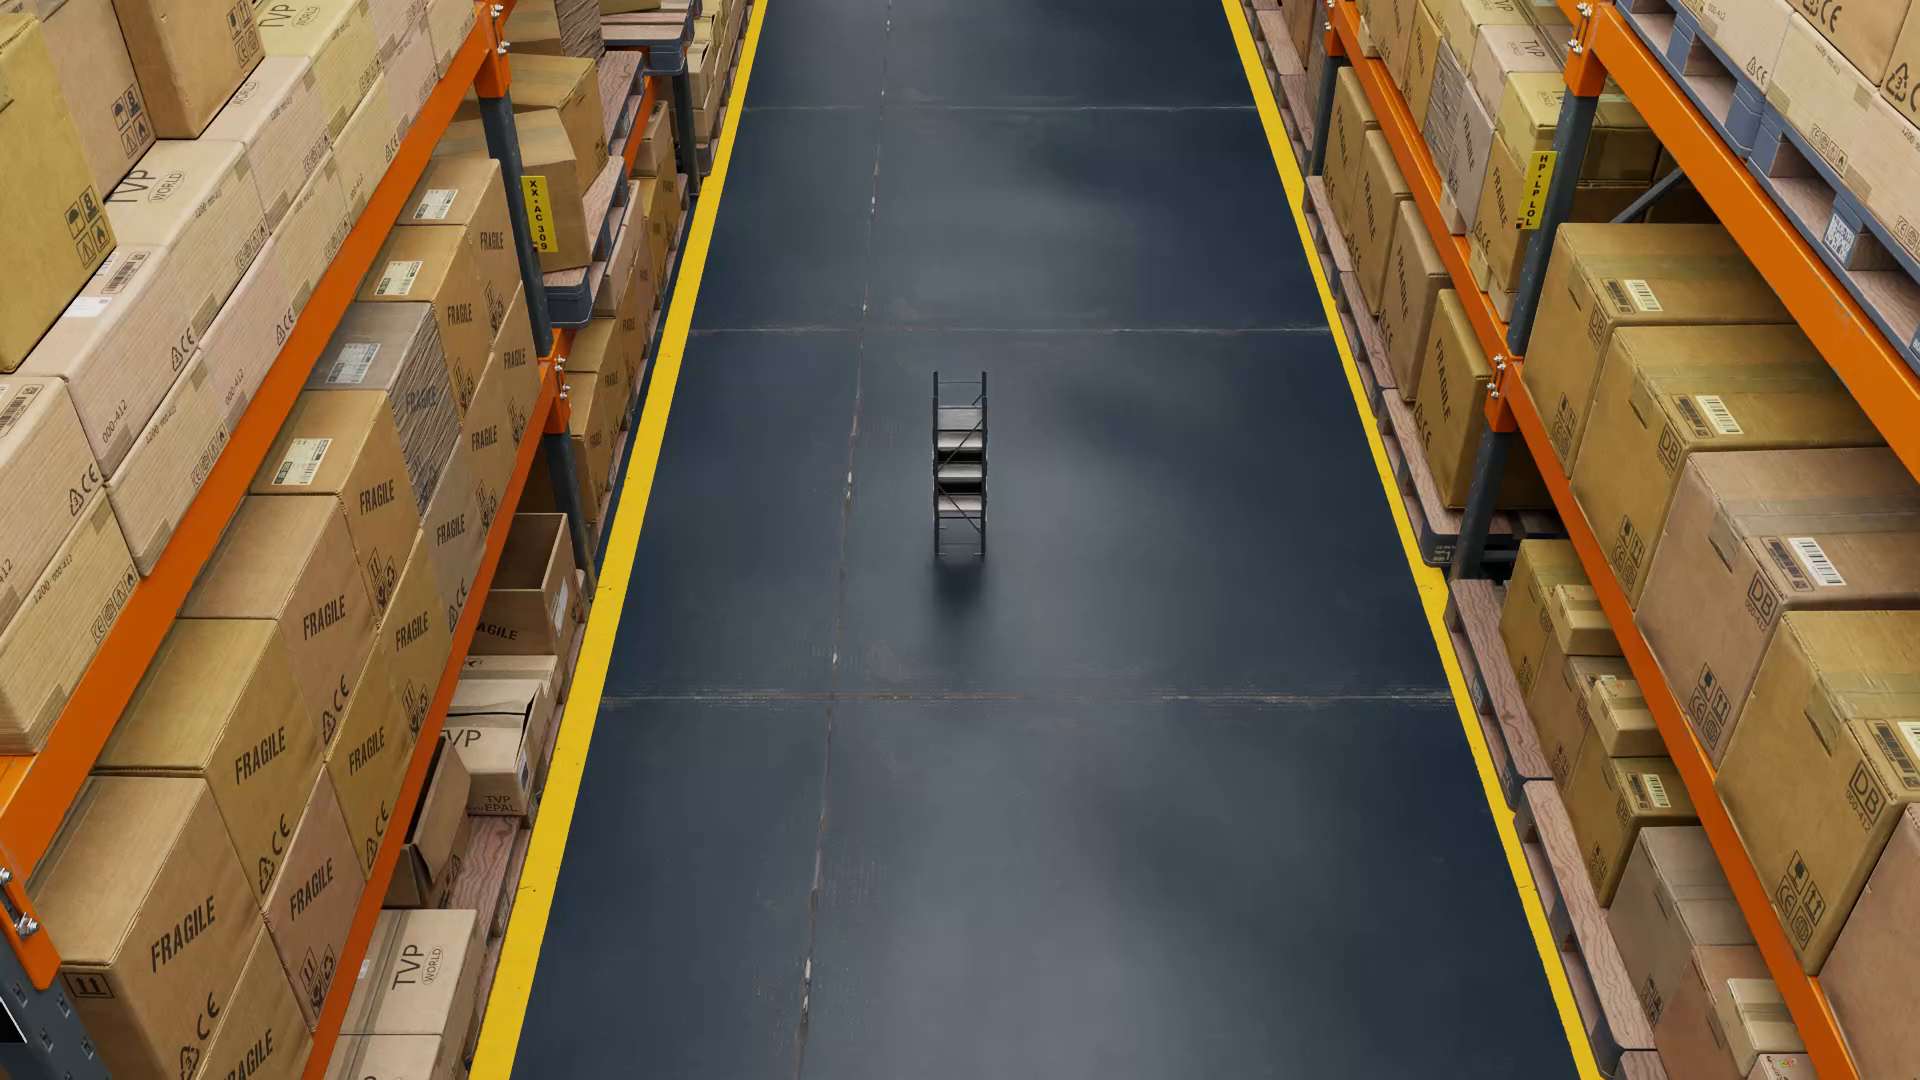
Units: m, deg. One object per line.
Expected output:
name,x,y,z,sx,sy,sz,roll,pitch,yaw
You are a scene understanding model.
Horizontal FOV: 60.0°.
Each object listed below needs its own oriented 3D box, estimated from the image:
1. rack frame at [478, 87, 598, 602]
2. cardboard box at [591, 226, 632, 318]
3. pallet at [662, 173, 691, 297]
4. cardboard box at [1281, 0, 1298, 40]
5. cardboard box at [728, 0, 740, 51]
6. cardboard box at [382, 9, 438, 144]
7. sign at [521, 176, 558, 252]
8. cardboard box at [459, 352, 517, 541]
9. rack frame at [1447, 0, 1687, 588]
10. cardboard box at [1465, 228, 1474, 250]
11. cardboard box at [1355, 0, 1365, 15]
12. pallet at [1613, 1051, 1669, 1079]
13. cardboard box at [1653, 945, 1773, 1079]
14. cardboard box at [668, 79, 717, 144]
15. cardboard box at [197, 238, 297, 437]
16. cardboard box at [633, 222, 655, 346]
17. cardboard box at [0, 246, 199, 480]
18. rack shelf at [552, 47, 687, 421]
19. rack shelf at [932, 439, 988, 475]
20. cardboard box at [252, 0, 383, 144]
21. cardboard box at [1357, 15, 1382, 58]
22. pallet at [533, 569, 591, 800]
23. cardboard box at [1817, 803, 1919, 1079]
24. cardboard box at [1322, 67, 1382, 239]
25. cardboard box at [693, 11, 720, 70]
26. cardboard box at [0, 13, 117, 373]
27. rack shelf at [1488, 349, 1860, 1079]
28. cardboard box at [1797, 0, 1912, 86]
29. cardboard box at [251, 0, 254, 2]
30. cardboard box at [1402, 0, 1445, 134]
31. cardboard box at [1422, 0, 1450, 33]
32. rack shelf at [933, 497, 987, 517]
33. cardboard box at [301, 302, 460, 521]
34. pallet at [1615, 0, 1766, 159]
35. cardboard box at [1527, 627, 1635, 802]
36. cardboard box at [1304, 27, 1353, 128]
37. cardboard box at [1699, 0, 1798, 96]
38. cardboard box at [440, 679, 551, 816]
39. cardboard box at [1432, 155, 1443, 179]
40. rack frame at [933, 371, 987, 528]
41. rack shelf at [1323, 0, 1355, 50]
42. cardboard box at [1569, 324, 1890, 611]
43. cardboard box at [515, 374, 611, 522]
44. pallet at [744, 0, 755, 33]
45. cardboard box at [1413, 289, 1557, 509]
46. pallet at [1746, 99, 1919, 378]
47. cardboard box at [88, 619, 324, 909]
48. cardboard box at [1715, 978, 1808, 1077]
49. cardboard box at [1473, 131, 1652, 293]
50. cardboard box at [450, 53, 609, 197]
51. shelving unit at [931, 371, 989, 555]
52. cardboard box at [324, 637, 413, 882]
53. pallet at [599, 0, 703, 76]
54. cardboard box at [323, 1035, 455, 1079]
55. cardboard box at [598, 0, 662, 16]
rack frame,-2.186,-0.927,6.753,1.000,3.000,0.127,0,39,0
cardboard box,-1.944,-1.344,8.321,0.500,0.250,0.500,0,39,0
pallet,-2.228,-1.873,10.164,1.003,0.211,1.213,0,39,0
cardboard box,2.787,-4.029,12.272,0.700,0.500,0.500,0,39,0
cardboard box,-1.906,-3.807,12.210,0.500,0.250,0.500,1,39,1
cardboard box,-1.930,-1.422,5.093,0.500,0.250,0.500,0,39,0
sign,-1.644,-1.270,6.489,0.100,0.325,0.005,0,39,0
cardboard box,-1.927,-0.331,5.930,0.500,0.500,0.500,1,39,1
rack frame,2.767,-0.933,6.761,1.000,3.000,0.127,0,39,0
cardboard box,2.505,-1.373,7.495,0.380,0.149,0.250,1,39,1
cardboard box,2.507,-3.293,9.372,0.500,0.500,0.500,1,39,1
pallet,2.693,2.157,5.135,1.003,0.211,1.213,0,39,0
cardboard box,2.670,1.630,5.226,0.700,0.500,0.500,0,39,0
cardboard box,-1.898,-2.847,11.012,0.500,0.250,0.500,0,39,0
cardboard box,-1.918,-0.484,3.922,0.500,0.250,0.500,0,39,0
cardboard box,-1.948,-1.388,8.976,0.500,0.500,0.500,-1,39,-2
cardboard box,-1.915,-0.366,3.376,0.500,0.250,0.500,0,39,0
rack shelf,-2.189,-1.897,8.539,1.077,0.370,4.000,0,39,0
rack shelf,0.000,-0.390,7.672,0.258,0.077,0.200,0,39,0
cardboard box,-1.919,-1.304,4.546,0.500,0.250,0.500,0,39,0
cardboard box,2.439,-2.814,9.293,0.380,0.149,0.250,1,39,1
pallet,-2.187,0.591,7.089,1.003,0.211,1.213,0,39,0
cardboard box,2.761,1.133,3.943,0.980,0.700,0.700,2,39,2
cardboard box,2.632,-2.299,9.849,0.750,0.750,0.750,-1,39,-1
cardboard box,-1.907,-3.394,11.247,0.500,0.311,0.500,-1,39,-1
cardboard box,-2.115,-0.659,3.141,0.700,0.500,0.500,0,39,0
rack shelf,2.770,0.599,5.425,1.077,0.370,4.000,0,39,0
cardboard box,2.500,-1.464,4.129,0.500,0.500,0.500,0,39,0
cardboard box,-2.282,-1.597,4.311,0.700,0.500,0.500,0,39,0
cardboard box,2.507,-2.329,8.170,0.500,0.500,0.500,1,39,1
cardboard box,2.518,-2.637,7.954,0.500,0.250,0.500,-1,39,-1
rack shelf,0.000,-0.180,7.841,0.258,0.077,0.200,0,39,0
cardboard box,-1.923,-0.404,5.222,0.500,0.500,0.500,0,39,0
pallet,2.758,-1.557,5.212,1.003,0.211,1.213,0,39,0
cardboard box,2.663,0.661,6.435,0.700,0.500,0.500,0,39,-1
cardboard box,2.710,-3.080,11.088,0.700,0.500,0.500,0,39,1
cardboard box,2.491,-1.496,4.770,0.500,0.250,0.500,-1,39,-1
cardboard box,-1.901,0.776,6.427,0.500,0.311,0.500,0,39,0
cardboard box,2.526,-1.848,8.088,0.380,0.149,0.250,-1,39,-1
rack frame,0.000,-0.410,7.787,0.240,0.900,0.006,0,39,0
rack shelf,2.760,-4.404,11.668,1.077,0.370,4.000,0,39,0
cardboard box,2.747,-0.254,5.674,0.980,0.700,0.700,-1,39,-1
cardboard box,-1.943,-0.426,7.775,0.500,0.500,0.500,-2,39,-2
pallet,-2.156,-4.381,13.293,1.003,0.211,1.213,0,39,0
cardboard box,2.637,-0.664,7.809,0.750,0.750,0.750,0,39,0
pallet,2.756,-0.796,4.262,1.003,0.211,1.213,0,39,0
cardboard box,-1.927,0.541,4.042,0.500,0.500,0.500,0,39,0
cardboard box,2.488,1.450,4.932,0.380,0.149,0.250,1,39,1
cardboard box,2.515,-1.384,6.990,0.500,0.500,0.500,-1,39,-1
cardboard box,-2.027,-1.856,7.497,0.700,0.500,0.500,6,39,7
shelving unit,0.000,-0.346,7.708,0.258,0.900,0.210,0,39,0
cardboard box,-1.922,0.622,4.741,0.500,0.500,0.500,0,39,0
pallet,-2.120,-2.929,9.406,1.213,0.211,1.003,0,39,0
cardboard box,-1.899,1.823,5.169,0.500,0.250,0.500,0,39,0
cardboard box,-2.078,-3.237,9.221,0.700,0.500,0.500,-12,40,-15
